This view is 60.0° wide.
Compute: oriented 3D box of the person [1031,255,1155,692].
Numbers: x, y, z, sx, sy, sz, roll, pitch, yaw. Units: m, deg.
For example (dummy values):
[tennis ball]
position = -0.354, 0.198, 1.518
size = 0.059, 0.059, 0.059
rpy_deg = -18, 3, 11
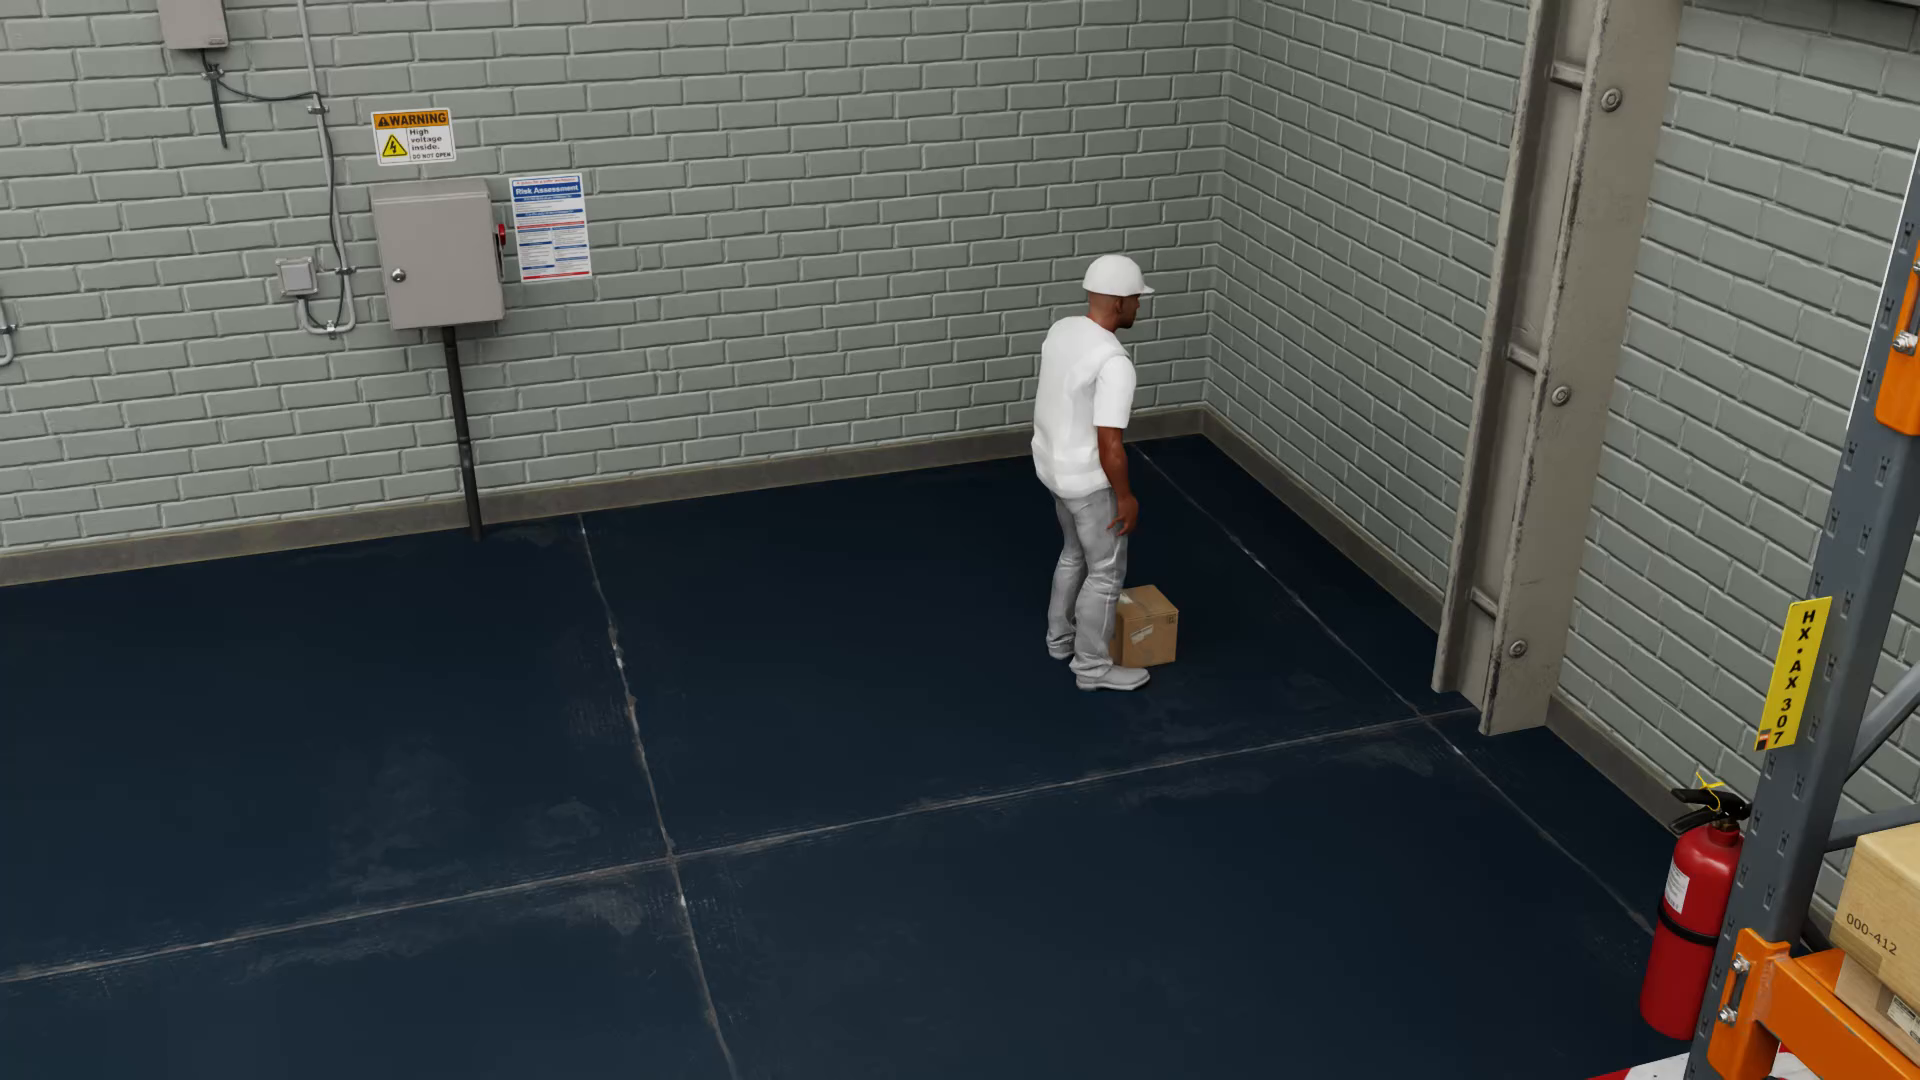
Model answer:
[person]
position = 0.534, -0.270, 6.643
size = 0.462, 1.759, 0.622
rpy_deg = -9, 28, -18
